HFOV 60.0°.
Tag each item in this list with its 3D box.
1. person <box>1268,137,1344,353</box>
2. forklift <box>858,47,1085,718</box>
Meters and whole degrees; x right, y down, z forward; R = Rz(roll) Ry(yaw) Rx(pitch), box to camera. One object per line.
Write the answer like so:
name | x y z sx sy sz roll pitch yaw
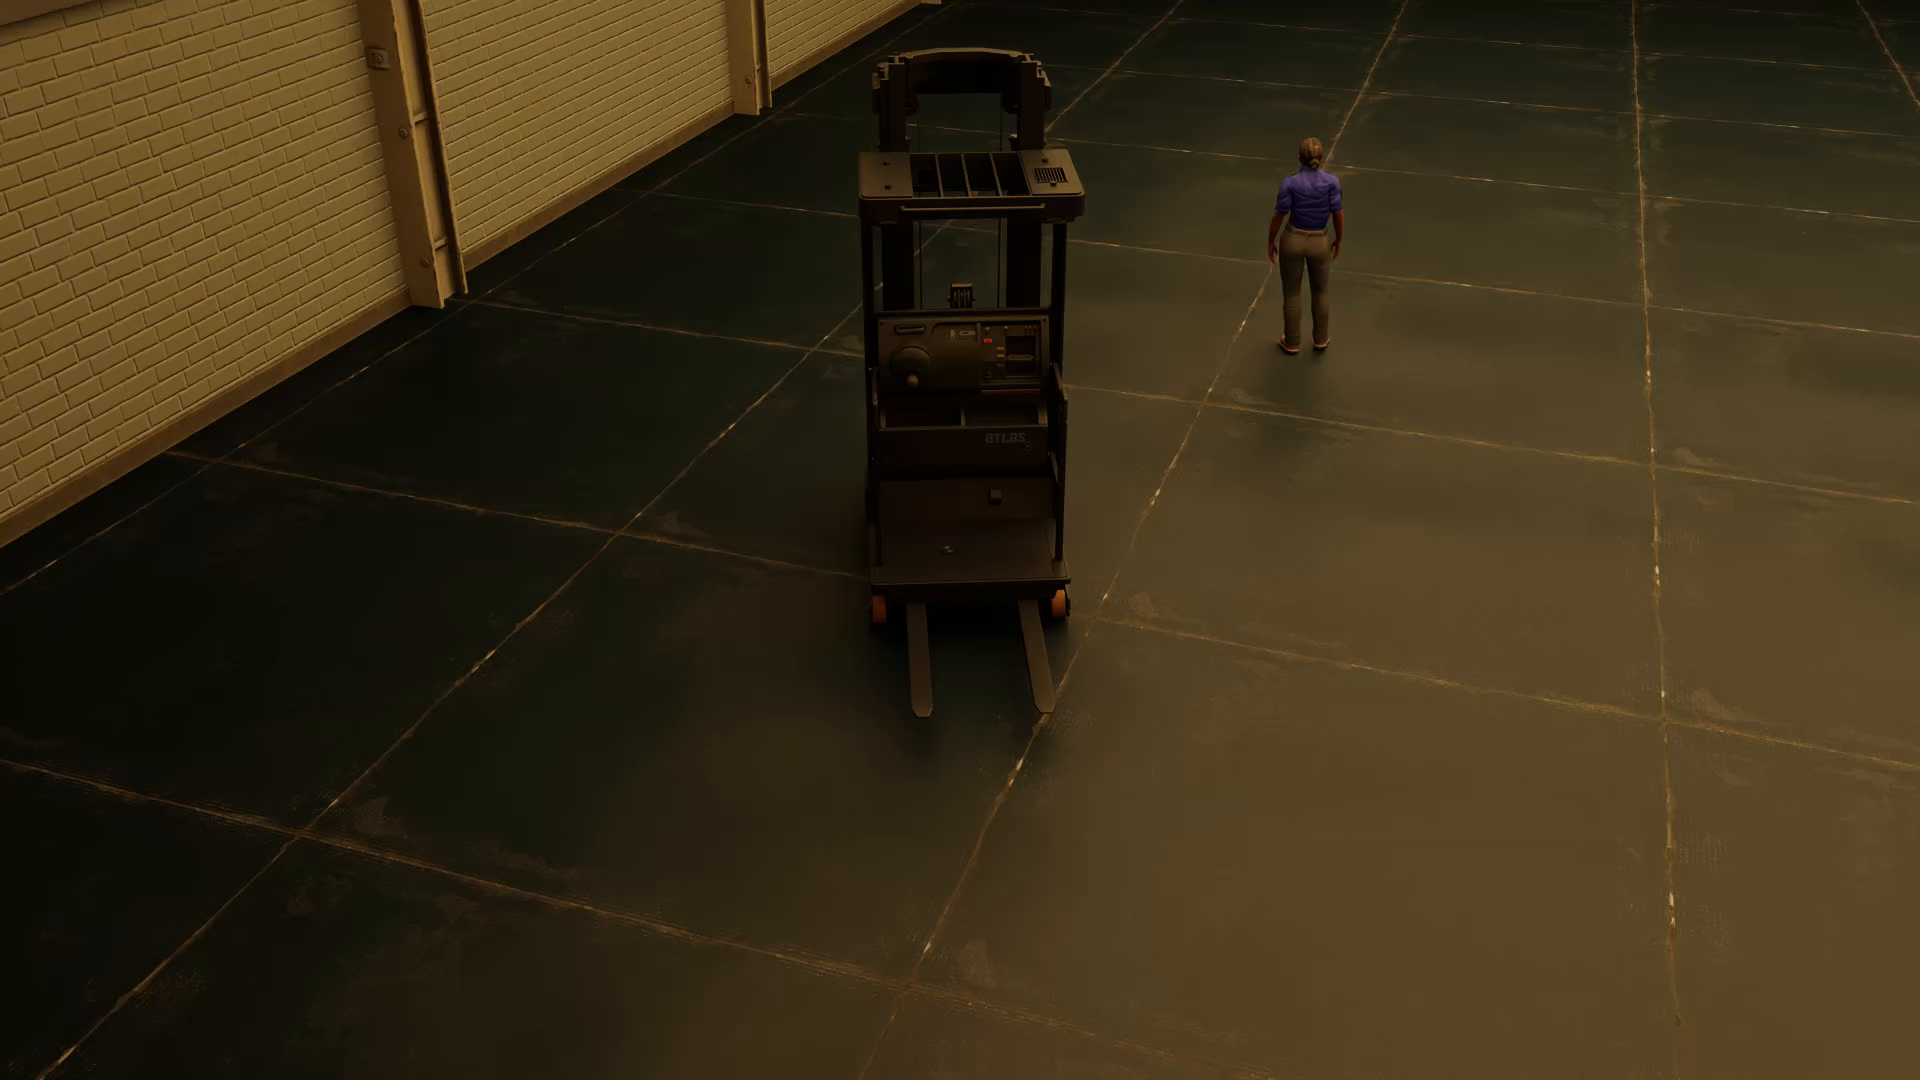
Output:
person | 2.545 -2.185 12.244 0.570 1.654 0.504 2 30 4
forklift | 0.035 -0.972 8.842 1.130 2.935 3.031 -2 30 -3
